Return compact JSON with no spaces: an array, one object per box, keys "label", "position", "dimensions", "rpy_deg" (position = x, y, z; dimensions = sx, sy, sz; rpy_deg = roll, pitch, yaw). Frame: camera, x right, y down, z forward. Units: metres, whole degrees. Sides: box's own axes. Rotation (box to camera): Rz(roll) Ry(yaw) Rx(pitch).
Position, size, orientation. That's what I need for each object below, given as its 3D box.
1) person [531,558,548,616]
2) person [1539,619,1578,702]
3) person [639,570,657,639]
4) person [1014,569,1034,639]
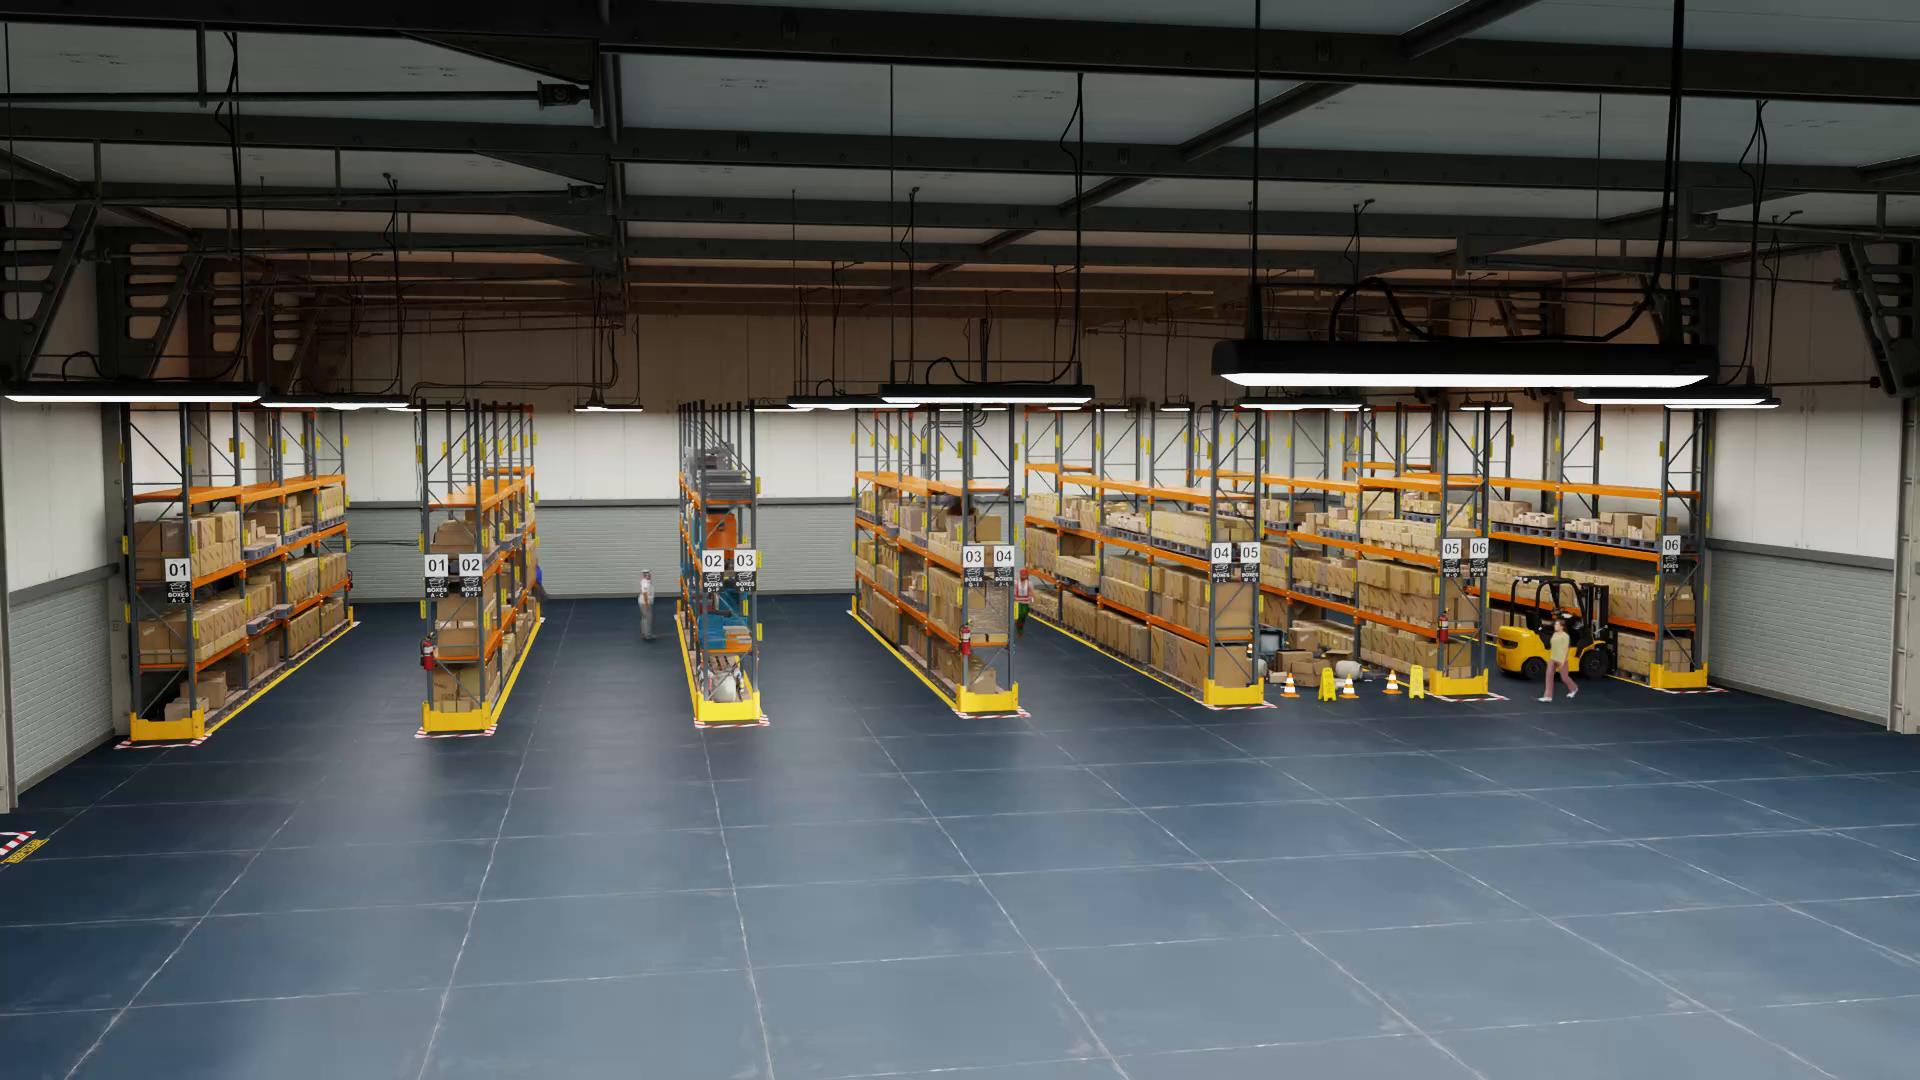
[{"label":"person","position":[-11.979,1.346,47.172],"dimensions":[0.492,1.684,0.487],"rpy_deg":[0,4,-2]},{"label":"person","position":[11.972,2.393,33.189],"dimensions":[0.948,1.644,0.435],"rpy_deg":[-3,5,-35]},{"label":"person","position":[-7.970,1.632,42.448],"dimensions":[0.452,1.757,0.605],"rpy_deg":[-1,4,-13]},{"label":"person","position":[1.607,1.649,42.916],"dimensions":[0.609,1.813,0.877],"rpy_deg":[-1,4,-10]}]
